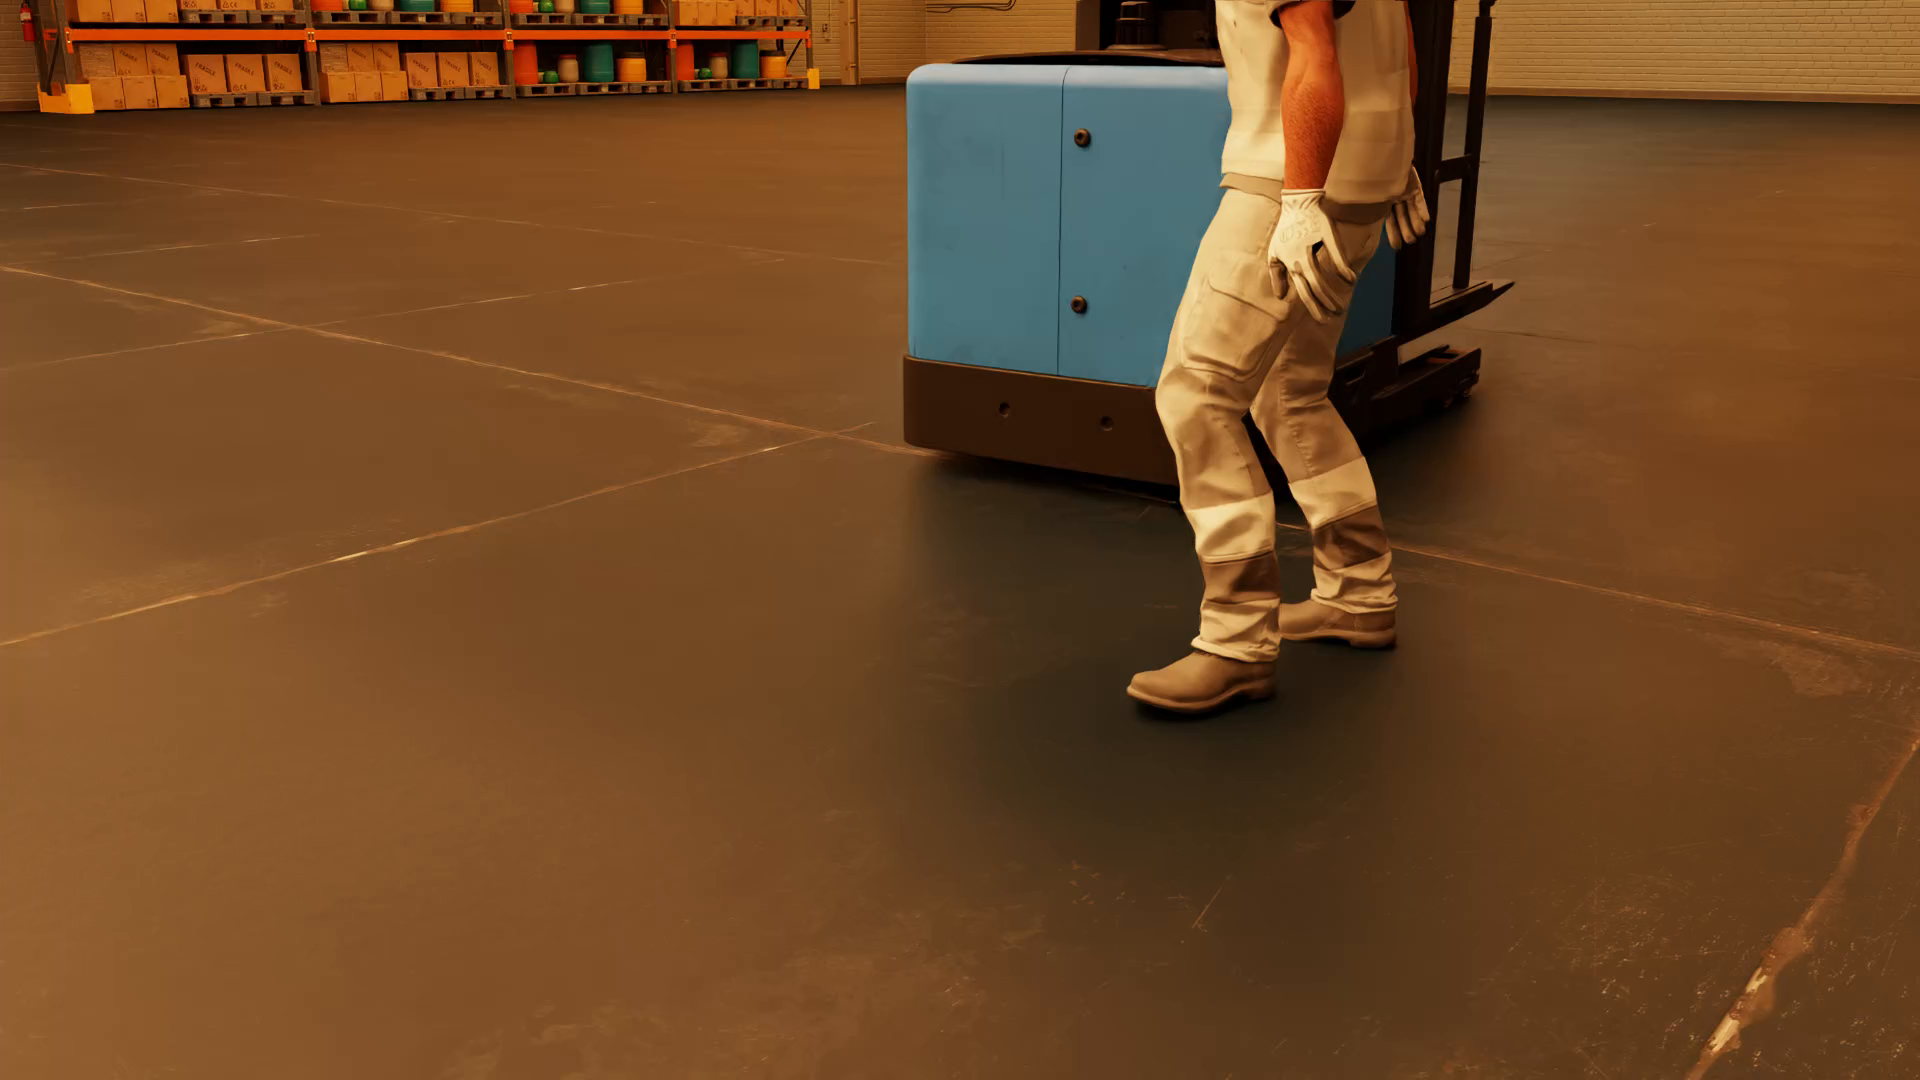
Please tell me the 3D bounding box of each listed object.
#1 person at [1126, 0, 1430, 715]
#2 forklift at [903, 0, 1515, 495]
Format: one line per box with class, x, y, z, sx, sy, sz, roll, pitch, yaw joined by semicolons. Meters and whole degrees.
person;0.593;-0.615;2.996;0.454;1.749;0.880;8;19;25
forklift;1.067;-1.889;5.119;1.130;2.935;3.031;11;20;31
